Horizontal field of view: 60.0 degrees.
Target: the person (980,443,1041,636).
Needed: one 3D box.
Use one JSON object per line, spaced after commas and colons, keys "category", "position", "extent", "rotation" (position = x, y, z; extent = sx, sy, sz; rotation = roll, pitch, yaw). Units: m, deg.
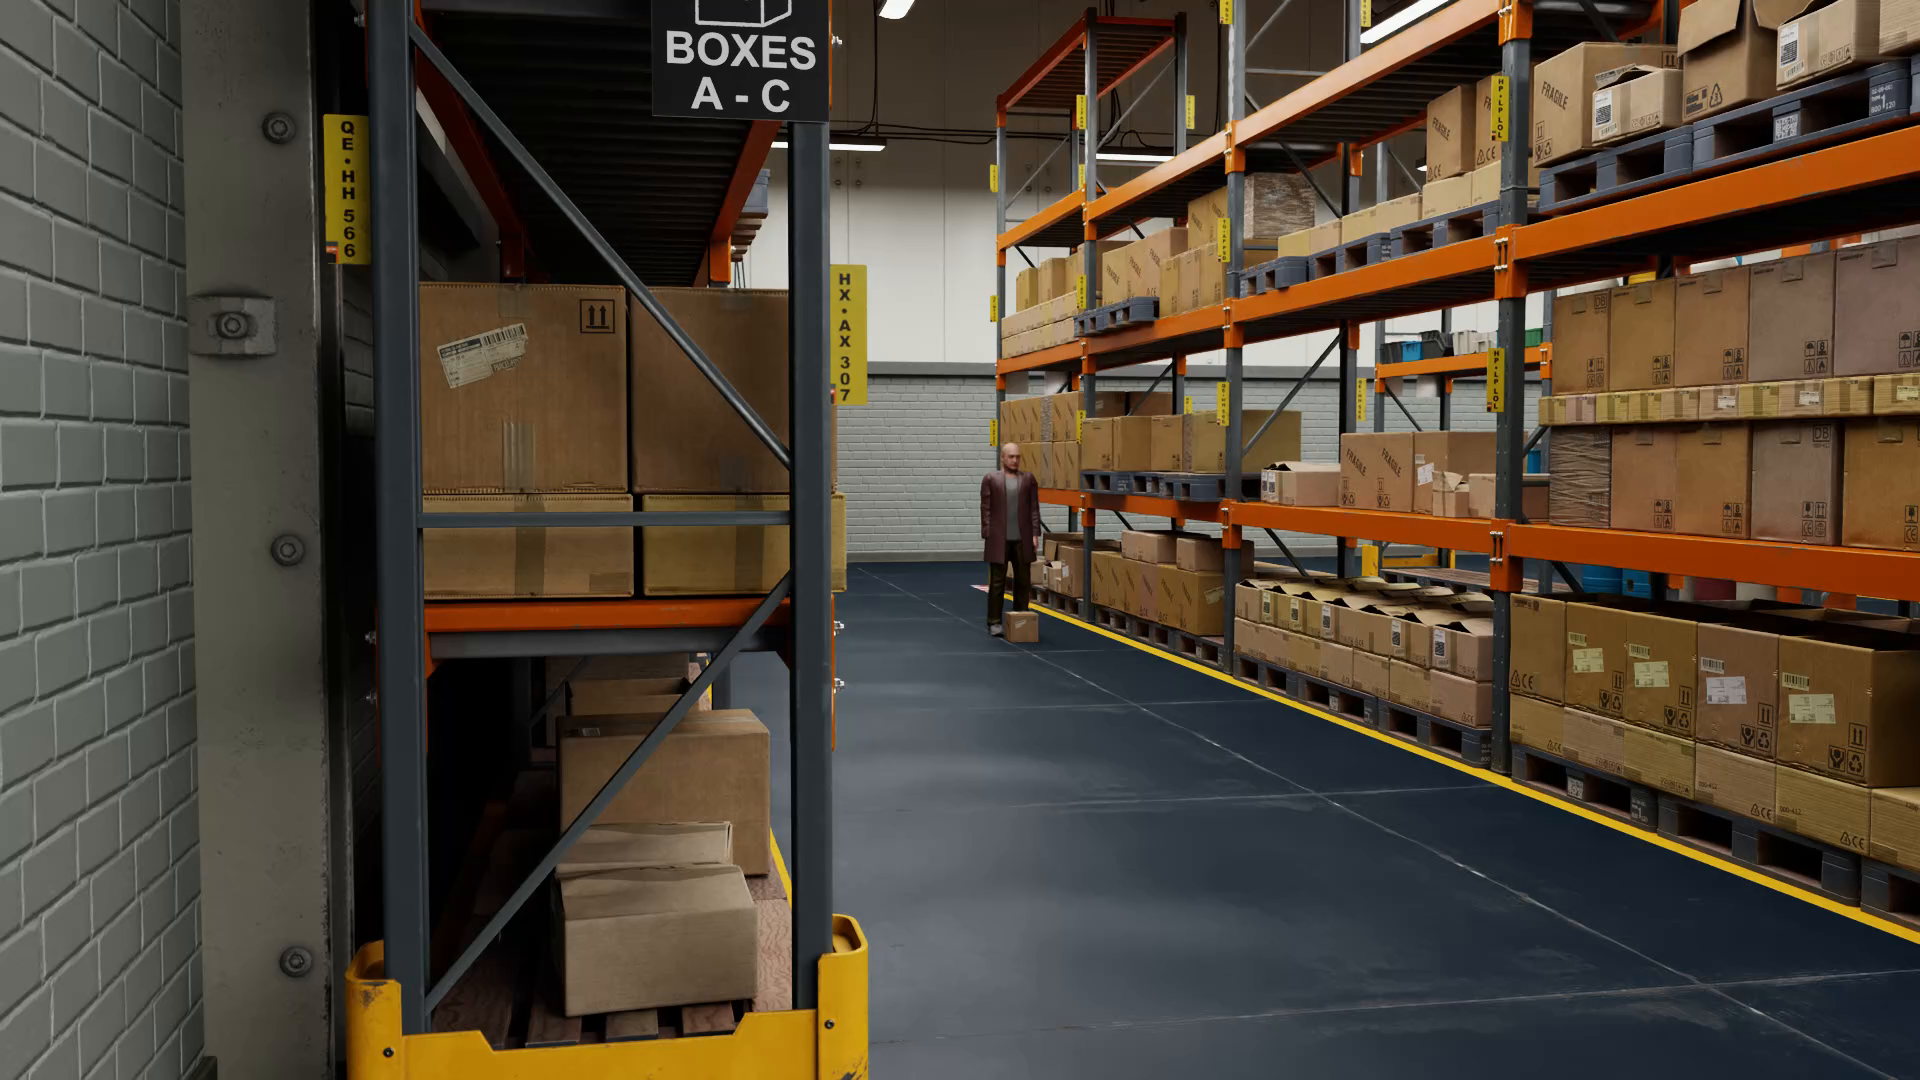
{"category": "person", "position": [0.476, -0.006, 15.321], "extent": [0.563, 1.779, 0.383], "rotation": [-1, 3, -10]}
